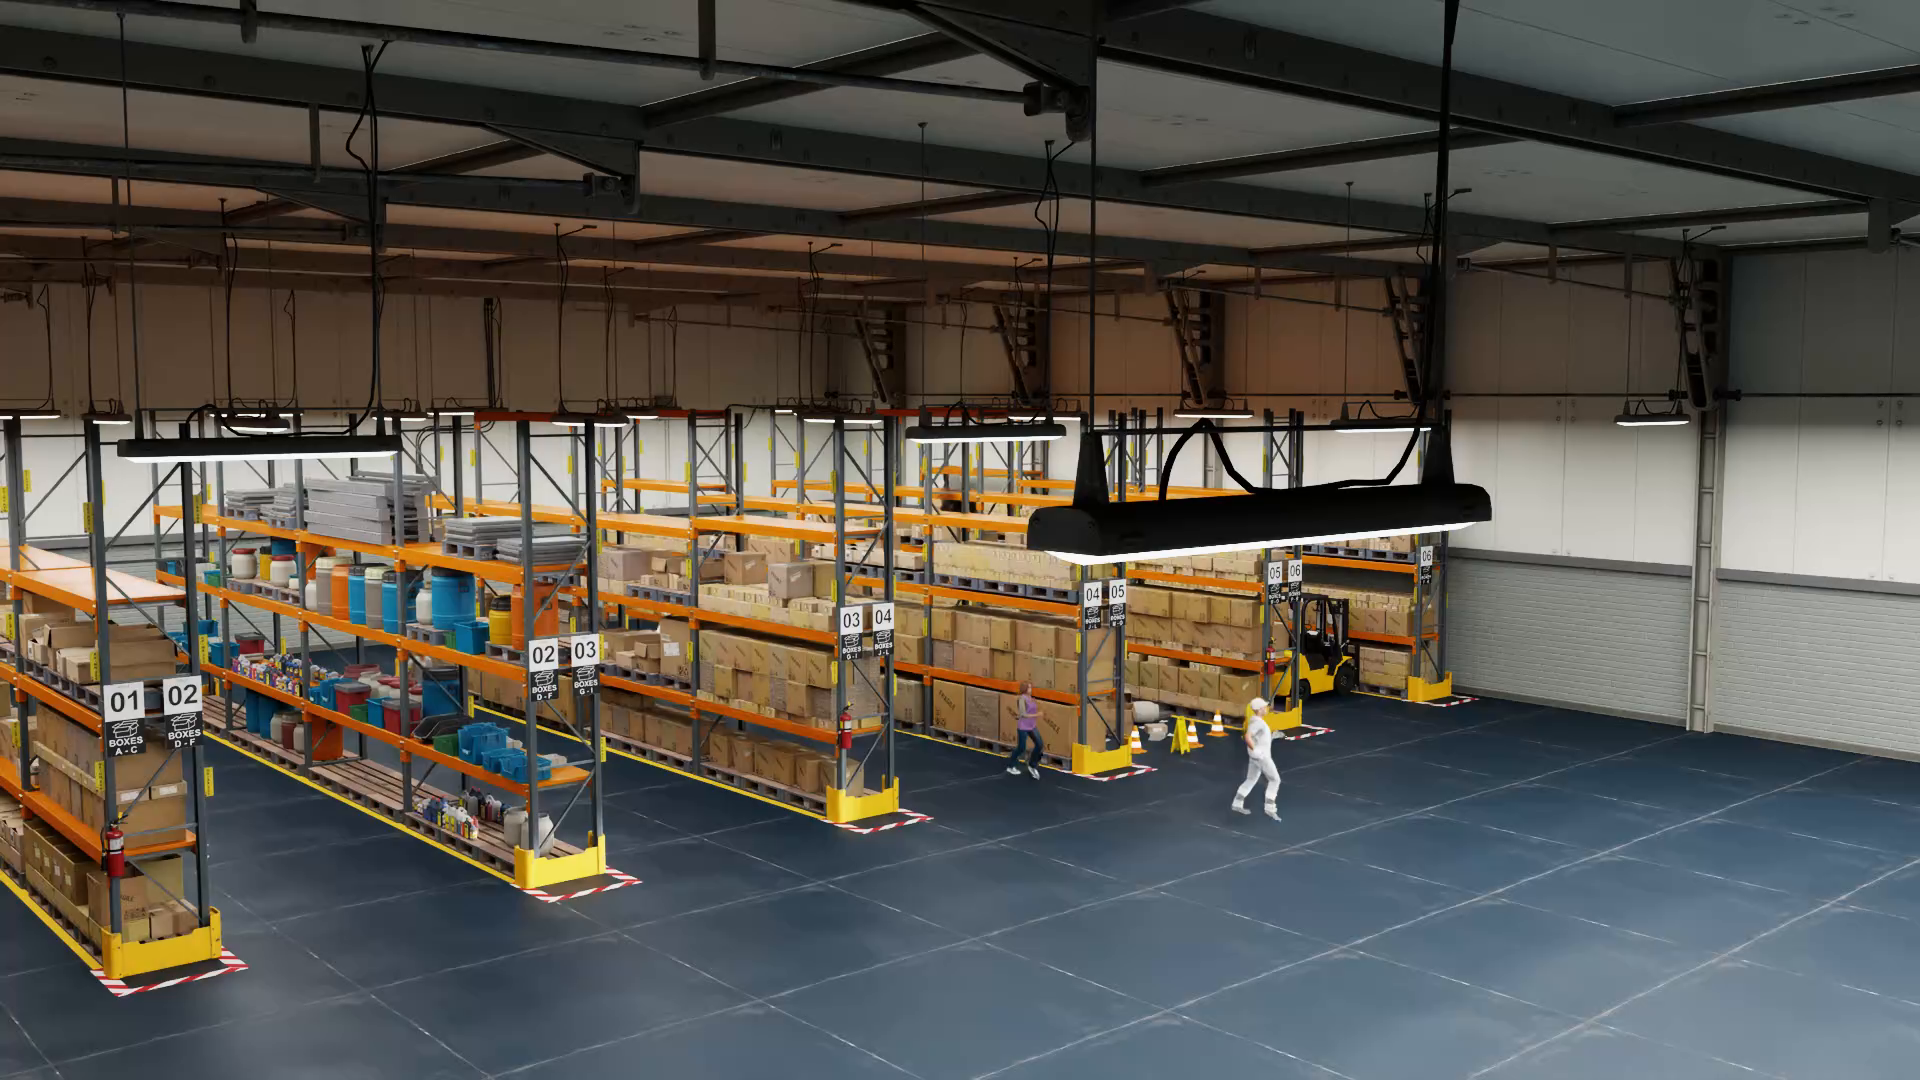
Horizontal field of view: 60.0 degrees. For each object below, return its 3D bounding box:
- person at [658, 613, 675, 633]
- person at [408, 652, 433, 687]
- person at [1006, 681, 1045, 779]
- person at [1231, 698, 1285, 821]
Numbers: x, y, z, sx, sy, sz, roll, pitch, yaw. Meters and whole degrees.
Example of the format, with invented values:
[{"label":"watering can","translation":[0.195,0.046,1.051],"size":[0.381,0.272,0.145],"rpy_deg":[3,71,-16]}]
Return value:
[{"label":"person","translation":[-6.115,2.337,35.540],"size":[0.593,1.721,0.686],"rpy_deg":[4,7,41]},{"label":"person","translation":[-10.164,2.766,31.391],"size":[0.871,1.613,0.539],"rpy_deg":[4,7,41]},{"label":"person","translation":[1.098,3.129,27.386],"size":[0.697,1.638,0.507],"rpy_deg":[3,6,31]},{"label":"person","translation":[4.444,3.266,24.719],"size":[0.790,1.848,0.645],"rpy_deg":[0,5,-5]}]
